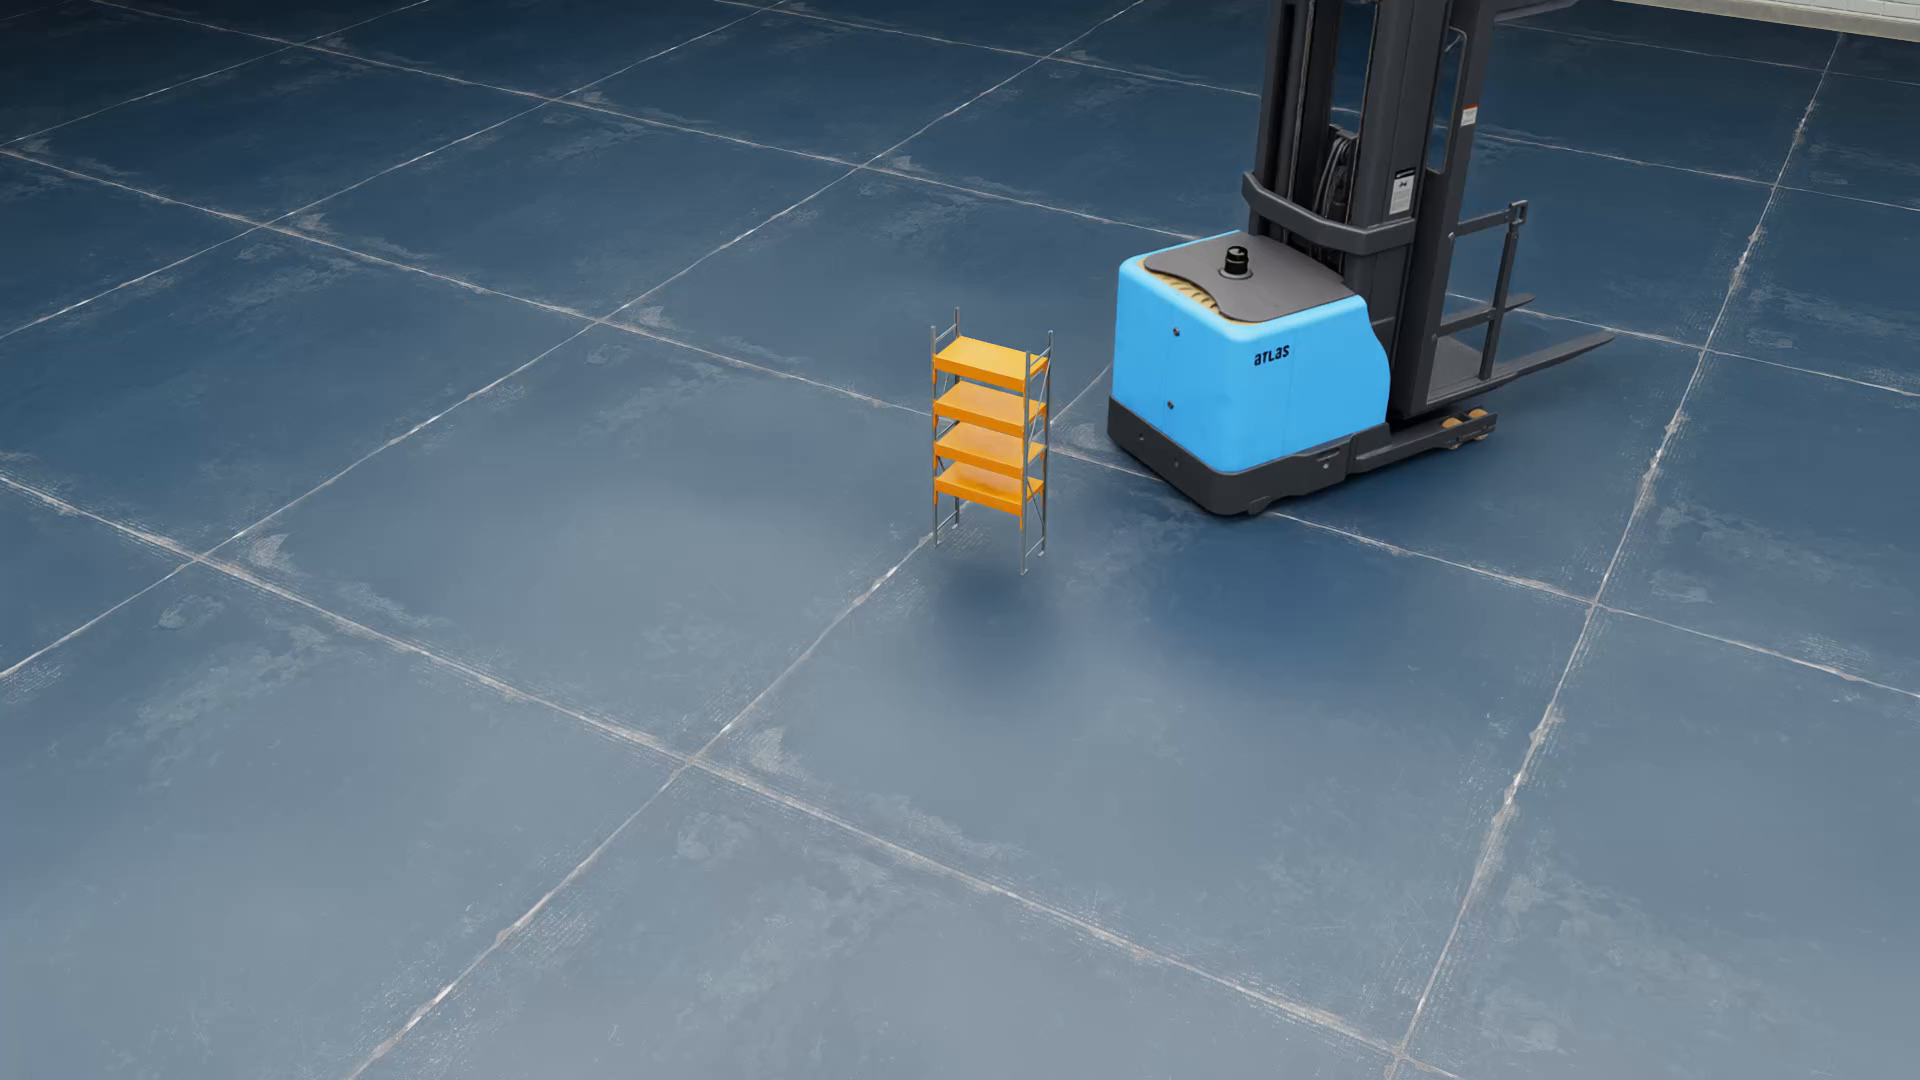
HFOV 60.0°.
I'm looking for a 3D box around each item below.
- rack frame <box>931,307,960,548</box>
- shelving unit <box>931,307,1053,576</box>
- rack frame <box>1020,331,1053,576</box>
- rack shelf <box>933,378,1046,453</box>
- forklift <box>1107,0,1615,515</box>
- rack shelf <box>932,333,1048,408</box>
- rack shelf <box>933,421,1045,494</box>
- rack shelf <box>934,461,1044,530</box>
[{"bbox_3d":[-0.068,-0.521,7.950,0.015,1.200,0.240,18,37,24],"label":"rack frame"},{"bbox_3d":[0.144,-0.454,7.849,0.503,1.200,0.258,18,37,24],"label":"shelving unit"},{"bbox_3d":[0.356,-0.387,7.748,0.015,1.200,0.240,18,37,24],"label":"rack frame"},{"bbox_3d":[0.144,-0.584,7.762,0.480,0.148,0.258,18,37,24],"label":"rack shelf"},{"bbox_3d":[2.324,-1.942,8.522,3.031,2.935,1.130,-18,38,-25],"label":"forklift"},{"bbox_3d":[0.144,-0.781,7.631,0.480,0.148,0.258,18,37,24],"label":"rack shelf"},{"bbox_3d":[0.144,-0.398,7.886,0.480,0.148,0.258,18,37,24],"label":"rack shelf"},{"bbox_3d":[0.144,-0.233,7.996,0.480,0.148,0.258,18,37,24],"label":"rack shelf"}]
